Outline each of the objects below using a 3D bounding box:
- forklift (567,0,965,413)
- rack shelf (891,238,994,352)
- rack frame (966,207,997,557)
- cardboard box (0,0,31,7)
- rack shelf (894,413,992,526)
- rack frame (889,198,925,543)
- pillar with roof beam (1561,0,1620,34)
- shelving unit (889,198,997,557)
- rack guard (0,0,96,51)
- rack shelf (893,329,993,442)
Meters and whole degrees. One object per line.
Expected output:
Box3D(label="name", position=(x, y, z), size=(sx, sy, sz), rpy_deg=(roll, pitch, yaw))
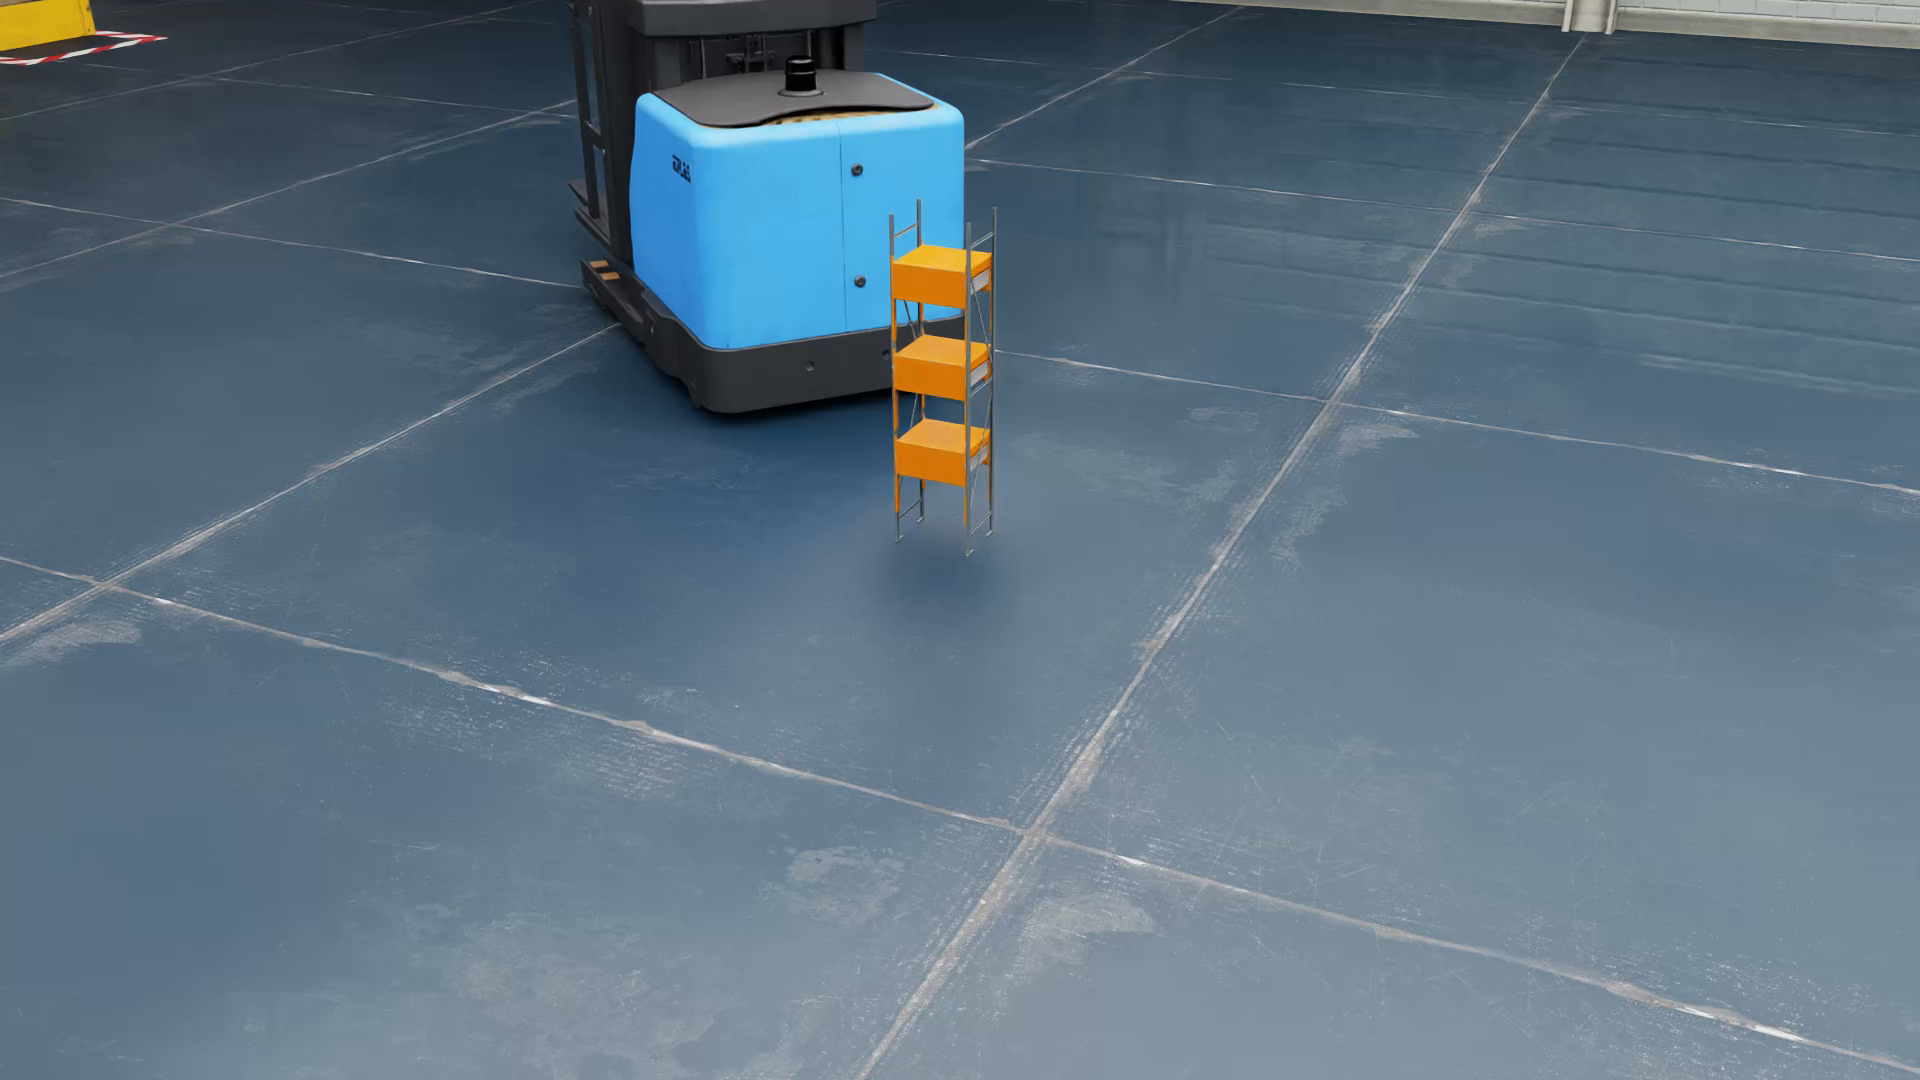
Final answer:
Box3D(label="forklift", position=(-1.046, -2.397, 6.800), size=(1.130, 2.935, 3.031), rpy_deg=(-12, 28, -22))
Box3D(label="rack shelf", position=(-0.049, -0.726, 4.917), size=(0.240, 0.259, 0.215), rpy_deg=(11, 28, 22))
Box3D(label="rack frame", position=(0.062, -0.458, 4.993), size=(0.008, 1.050, 0.200), rpy_deg=(11, 28, 22))
Box3D(label="cardboard box", position=(-8.074, -4.537, 13.706), size=(0.500, 0.250, 0.500), rpy_deg=(11, 28, 21))
Box3D(label="rack shelf", position=(-0.049, -0.222, 5.165), size=(0.240, 0.259, 0.215), rpy_deg=(11, 28, 22))
Box3D(label="rack frame", position=(-0.160, -0.503, 5.083), size=(0.008, 1.050, 0.200), rpy_deg=(11, 28, 22))
Box3D(label="pillar with roof beam", position=(3.478, -6.576, 8.419), size=(0.400, 9.000, 9.100), rpy_deg=(11, 28, 22))
Box3D(label="shelving unit", position=(-0.049, -0.481, 5.038), size=(0.252, 1.050, 0.215), rpy_deg=(11, 28, 22))
Box3D(label="rack guard", position=(-7.523, -4.216, 13.247), size=(0.348, 0.500, 1.175), rpy_deg=(11, 28, 22))
Box3D(label="rack shelf", position=(-0.049, -0.471, 5.043), size=(0.240, 0.259, 0.215), rpy_deg=(11, 28, 22))
